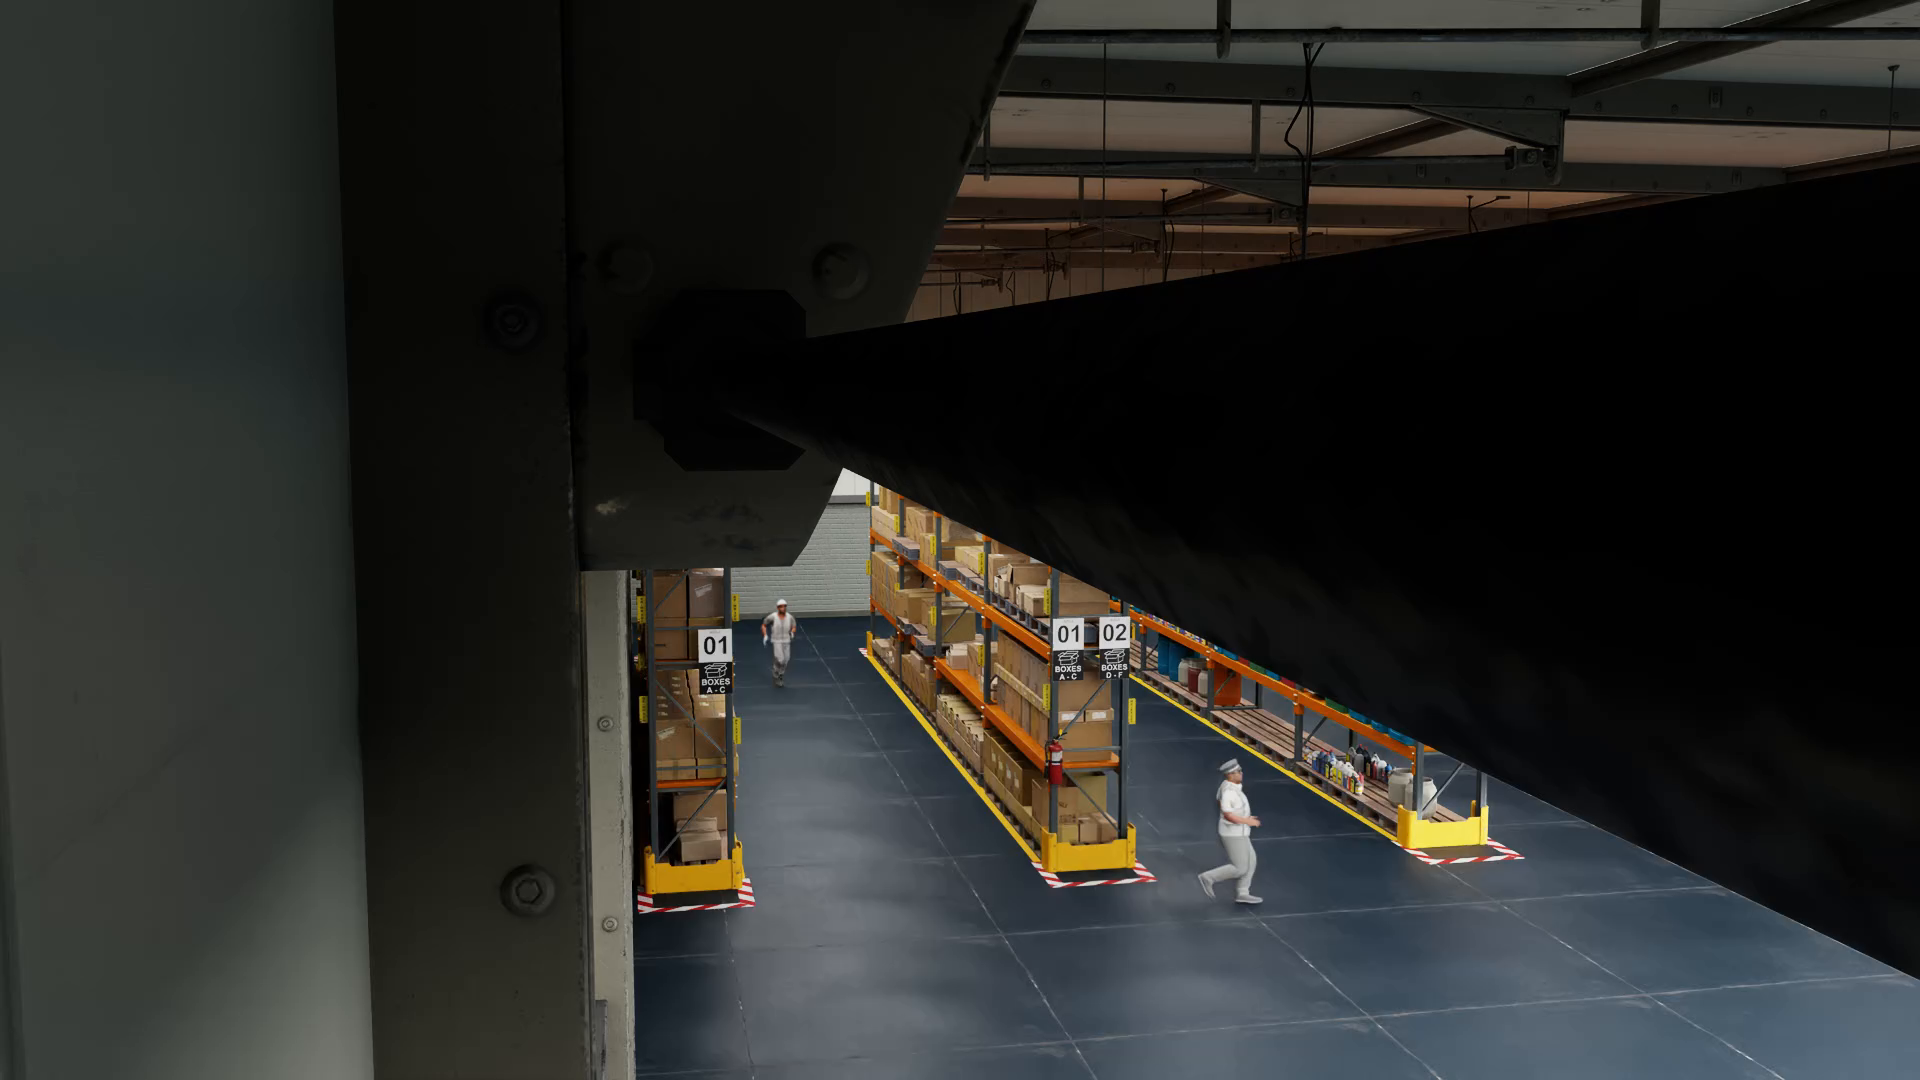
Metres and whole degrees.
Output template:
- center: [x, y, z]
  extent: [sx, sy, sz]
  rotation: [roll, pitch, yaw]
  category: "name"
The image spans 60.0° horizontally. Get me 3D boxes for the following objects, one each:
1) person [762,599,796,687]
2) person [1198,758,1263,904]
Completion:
- center: [-3.518, 2.031, 32.676]
  extent: [0.652, 1.738, 0.739]
  rotation: [-3, 7, -26]
  category: "person"
- center: [3.191, 3.421, 19.571]
  extent: [0.764, 1.738, 0.670]
  rotation: [1, 6, 8]
  category: "person"
